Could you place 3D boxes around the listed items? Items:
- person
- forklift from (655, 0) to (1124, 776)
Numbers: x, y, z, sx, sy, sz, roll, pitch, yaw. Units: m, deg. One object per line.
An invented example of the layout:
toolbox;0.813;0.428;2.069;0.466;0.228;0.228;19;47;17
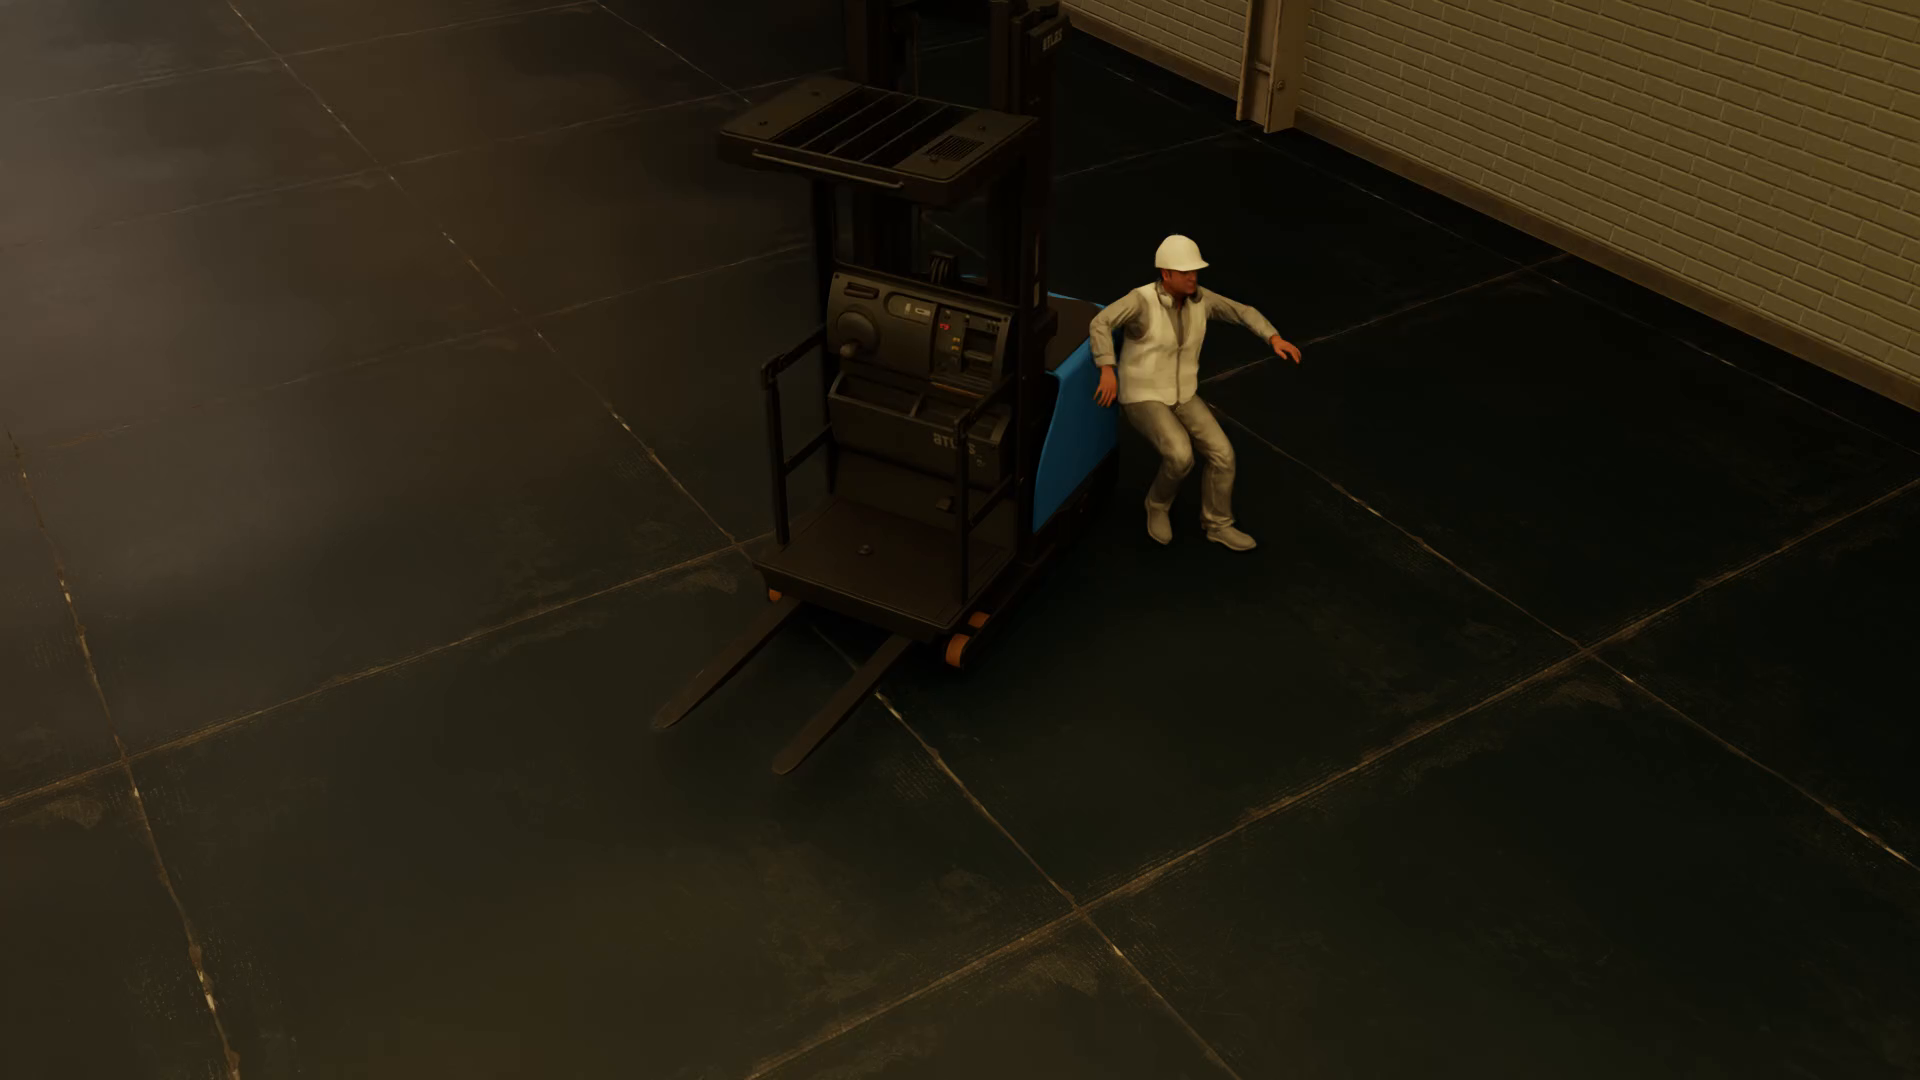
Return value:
person;1.141;-0.700;8.362;1.044;1.547;0.880;-20;40;-26
forklift;-0.296;-0.892;7.418;1.130;2.935;3.031;18;39;23
